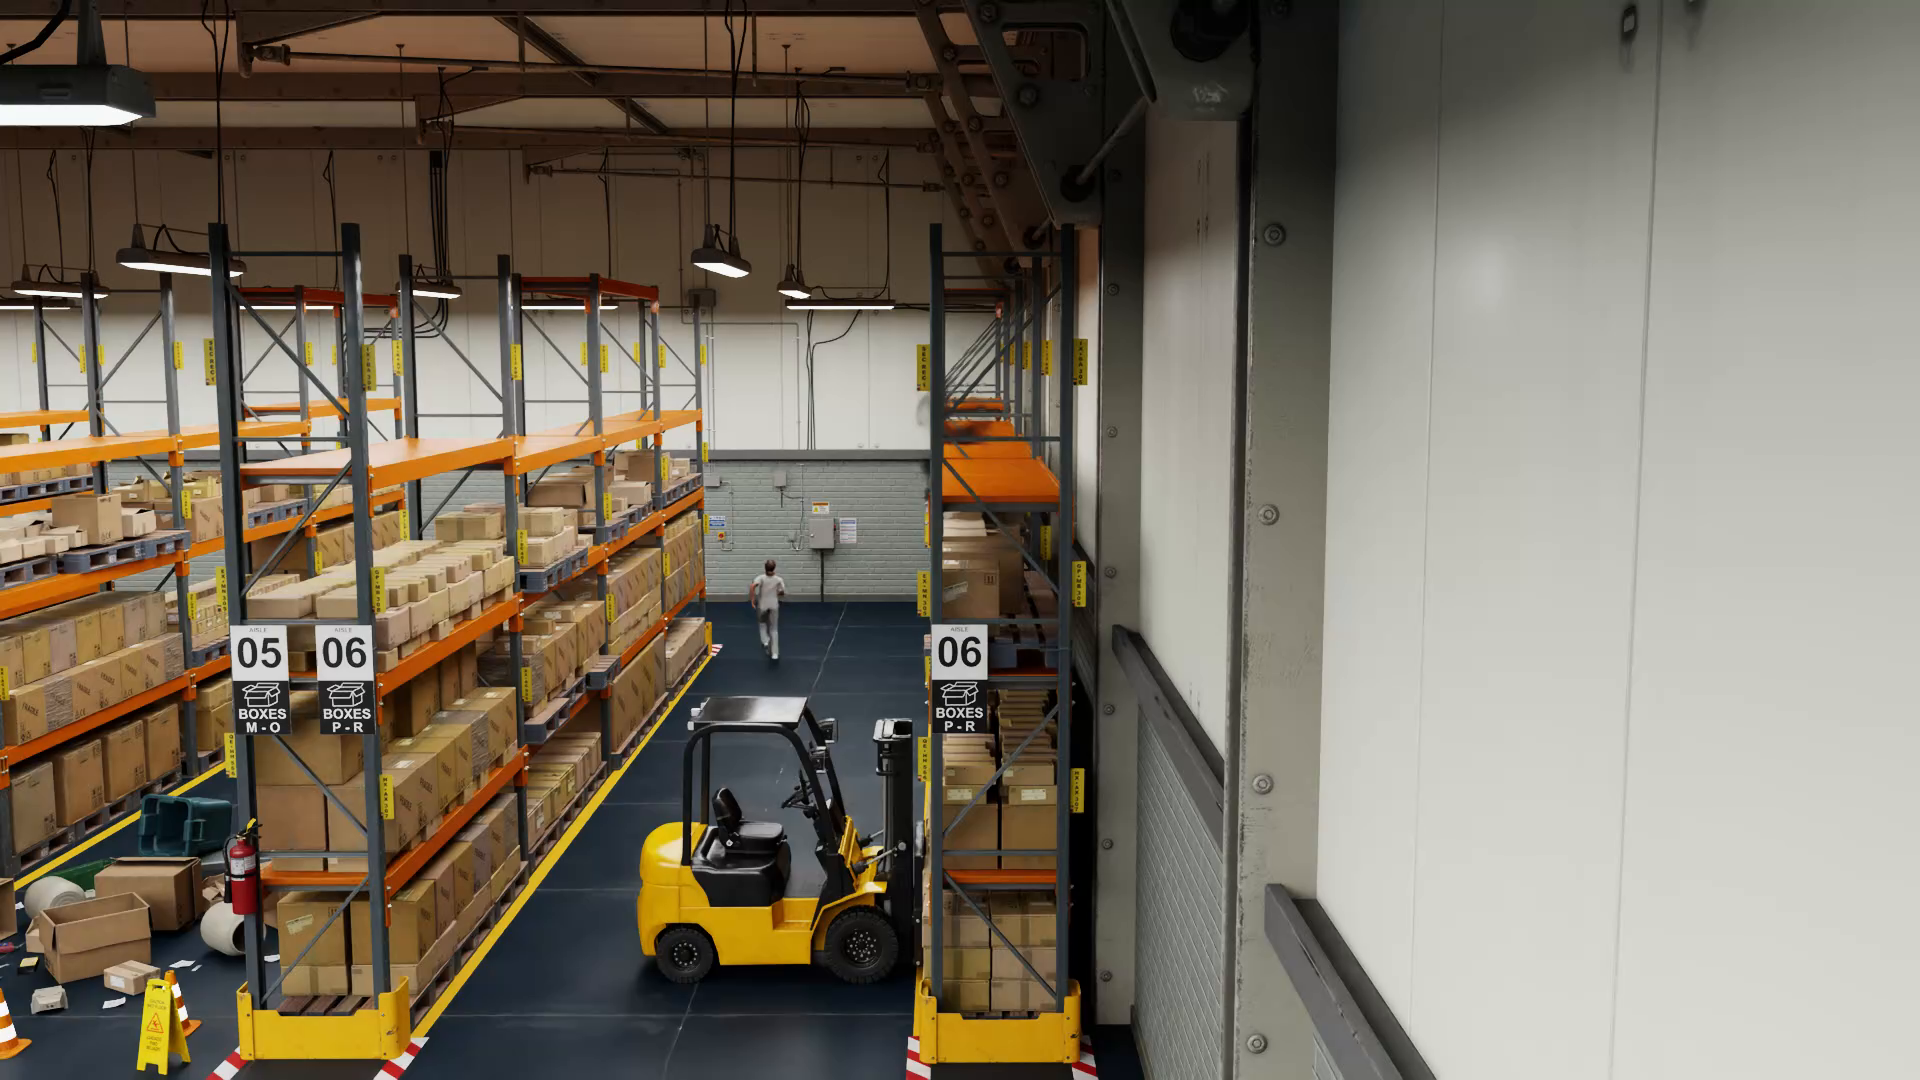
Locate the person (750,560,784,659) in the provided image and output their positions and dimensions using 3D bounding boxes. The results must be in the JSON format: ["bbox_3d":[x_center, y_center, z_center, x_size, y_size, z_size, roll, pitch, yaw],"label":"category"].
[{"bbox_3d":[-3.173,1.139,27.389,0.574,1.631,0.829,-1,7,-8],"label":"person"}]
